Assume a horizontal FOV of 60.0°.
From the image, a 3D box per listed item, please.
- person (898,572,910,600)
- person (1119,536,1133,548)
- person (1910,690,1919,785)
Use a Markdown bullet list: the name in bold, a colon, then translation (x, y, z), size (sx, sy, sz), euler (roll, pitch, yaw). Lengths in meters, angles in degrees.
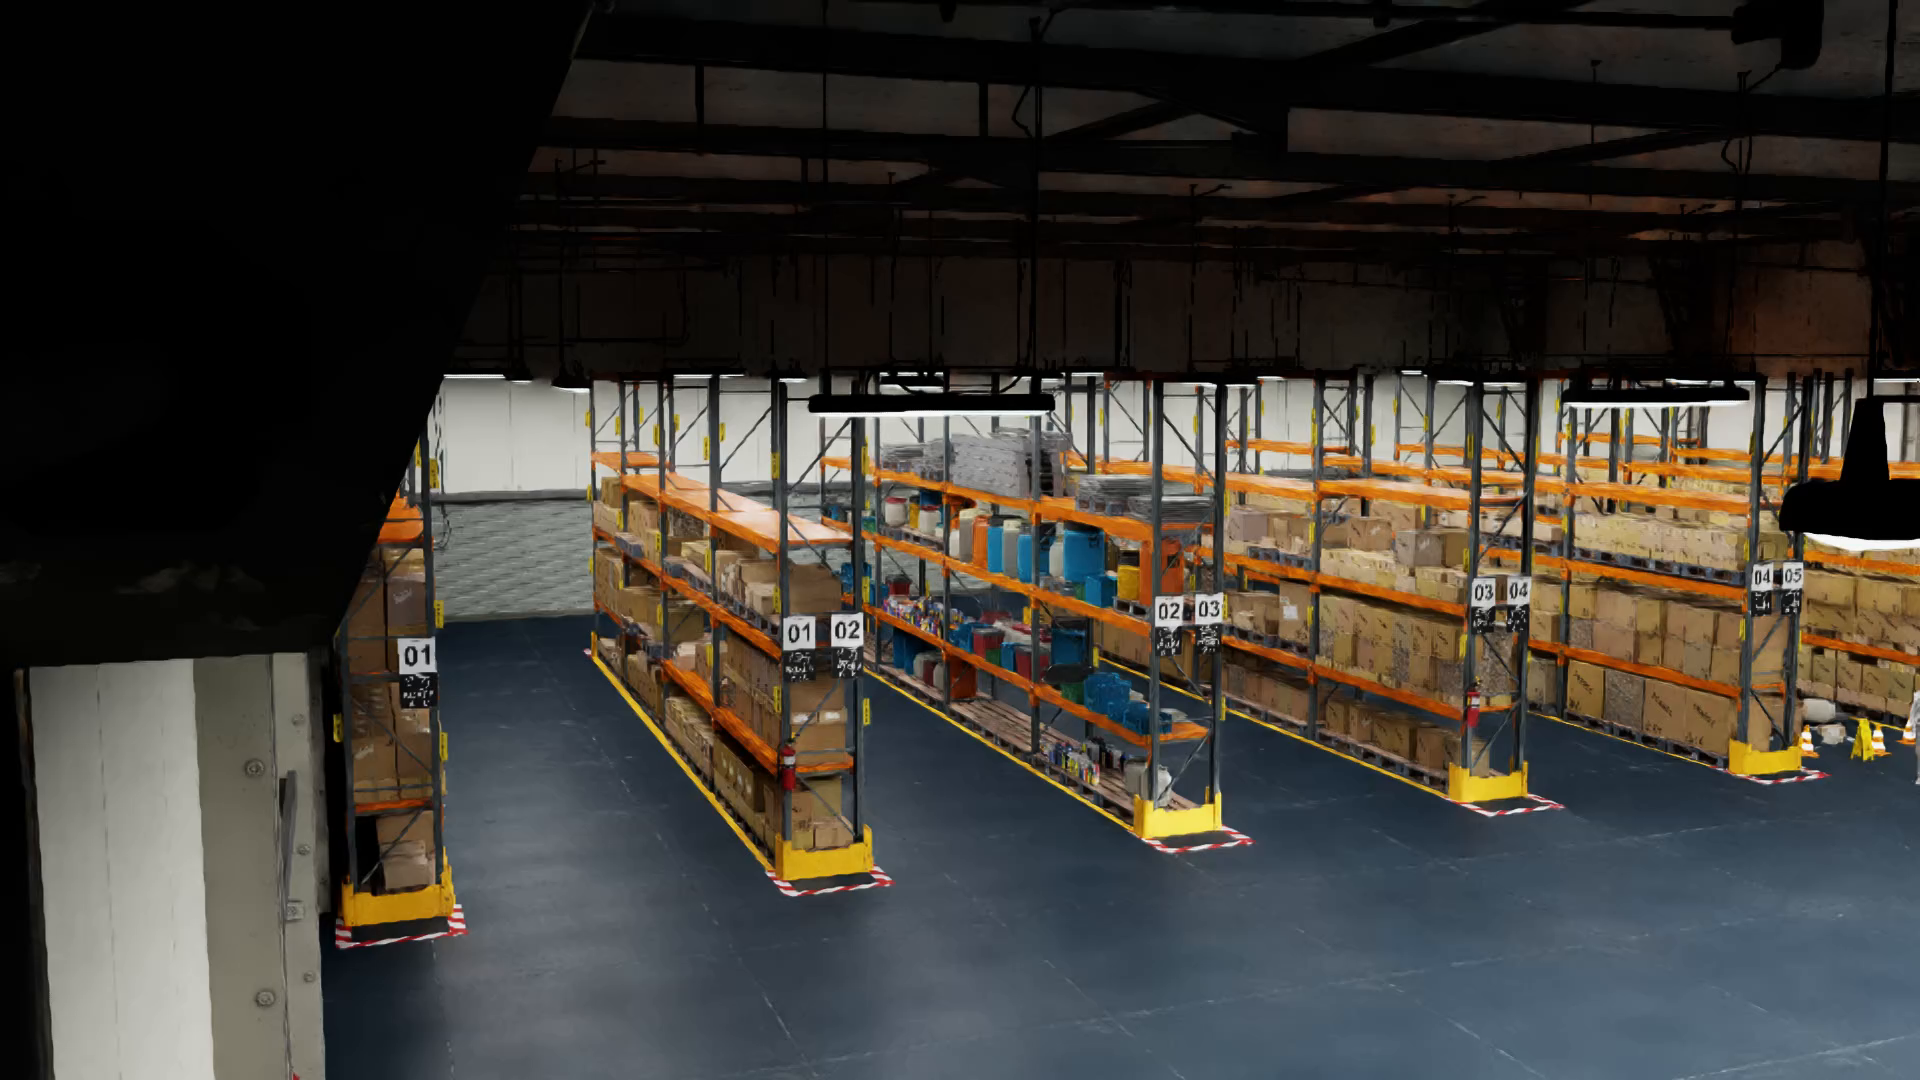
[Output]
- **person**: translation (-1.252, 1.525, 35.702), size (0.388, 1.641, 0.557), euler (-1, 6, -10)
- **person**: translation (4.238, 0.697, 42.883), size (0.540, 1.676, 1.120), euler (-3, 7, -22)
- **person**: translation (14.339, 2.770, 24.606), size (0.507, 1.661, 0.568), euler (3, 7, 27)
